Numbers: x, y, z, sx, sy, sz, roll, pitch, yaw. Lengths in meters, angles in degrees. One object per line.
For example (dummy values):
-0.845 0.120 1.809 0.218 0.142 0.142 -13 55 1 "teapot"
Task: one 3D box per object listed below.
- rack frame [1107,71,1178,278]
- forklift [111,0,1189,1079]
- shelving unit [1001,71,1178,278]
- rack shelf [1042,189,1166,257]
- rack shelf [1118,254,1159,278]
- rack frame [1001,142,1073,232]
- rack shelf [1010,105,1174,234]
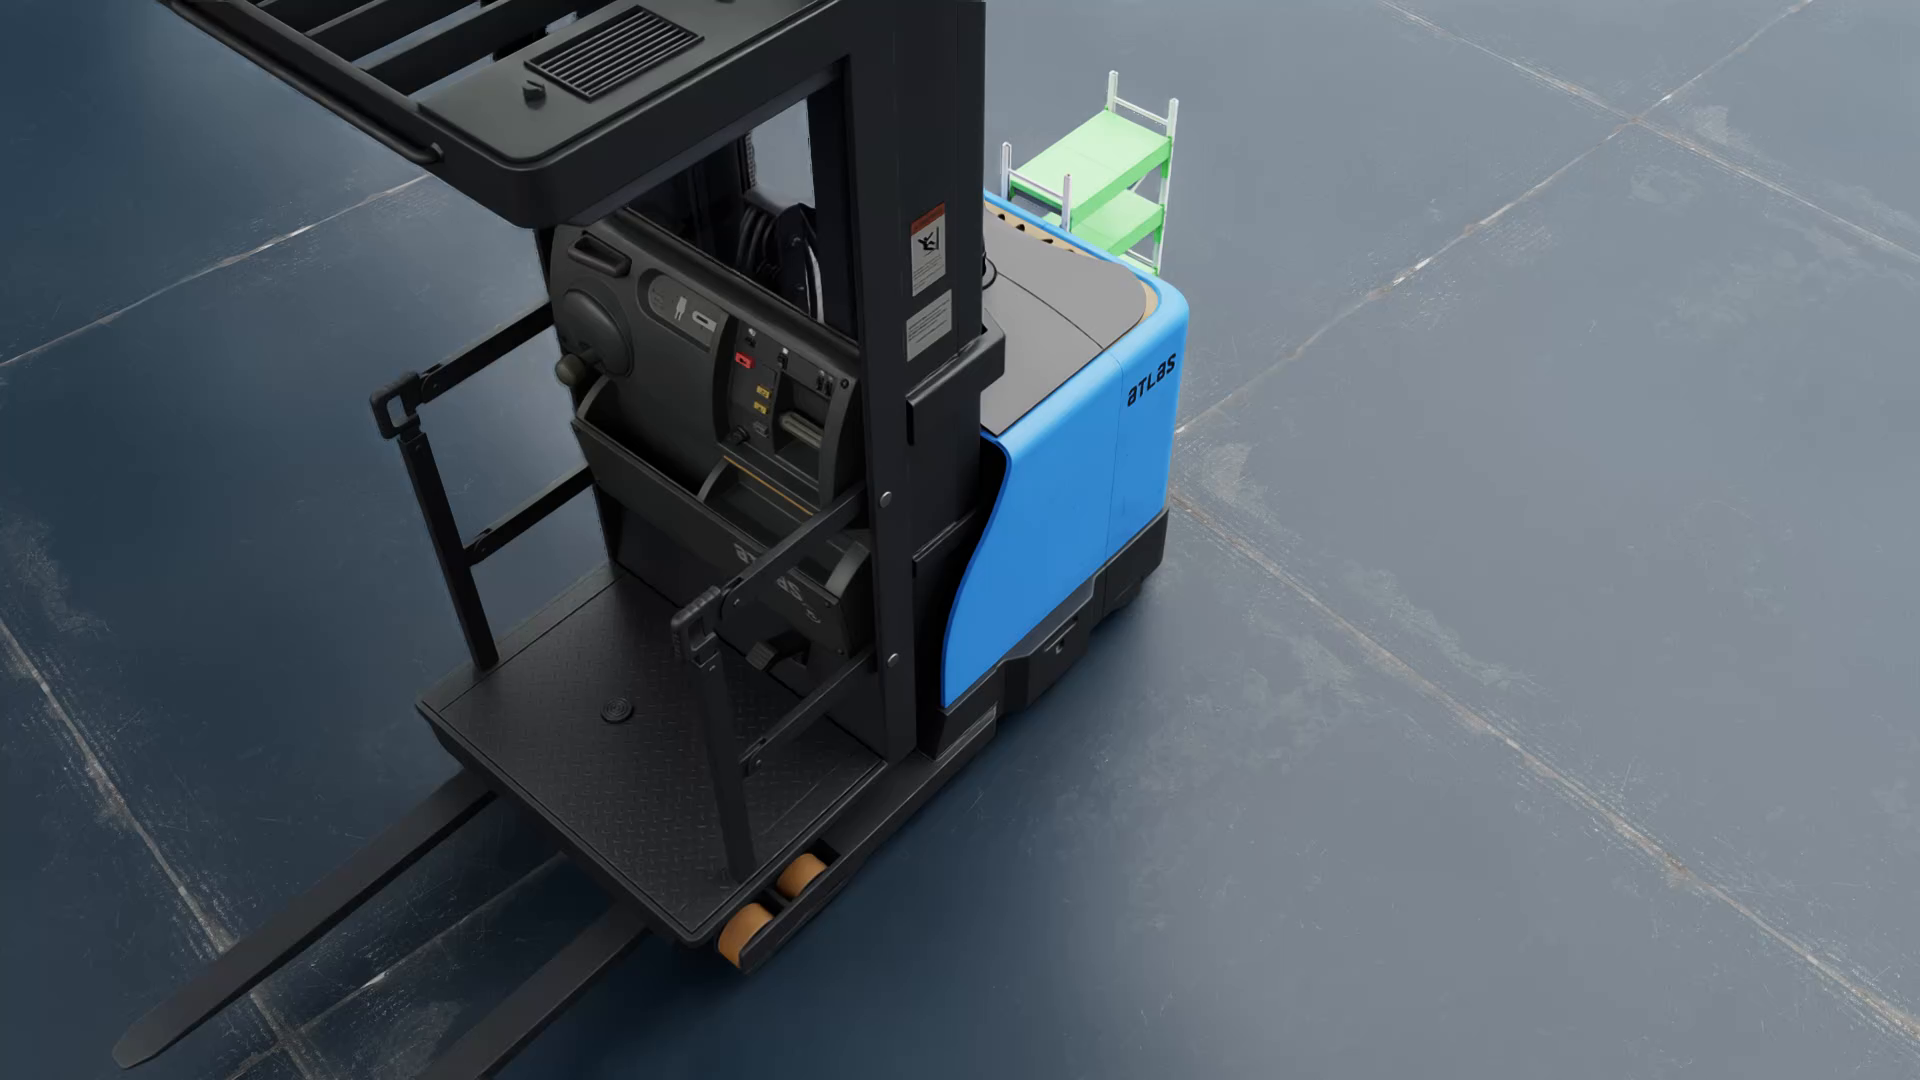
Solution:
0.533 -0.912 5.275 0.240 1.200 0.015 33 55 26 "rack frame"
-0.722 -0.330 3.560 1.130 2.935 3.031 33 55 26 "forklift"
0.373 -0.777 5.150 0.258 1.200 0.503 33 55 26 "shelving unit"
0.373 -0.896 5.021 0.258 0.148 0.480 33 55 26 "rack shelf"
0.373 -0.734 5.197 0.258 0.148 0.480 33 55 26 "rack shelf"
0.213 -0.642 5.026 0.240 1.200 0.015 33 55 26 "rack frame"
0.373 -1.059 4.845 0.258 0.148 0.480 33 55 26 "rack shelf"
